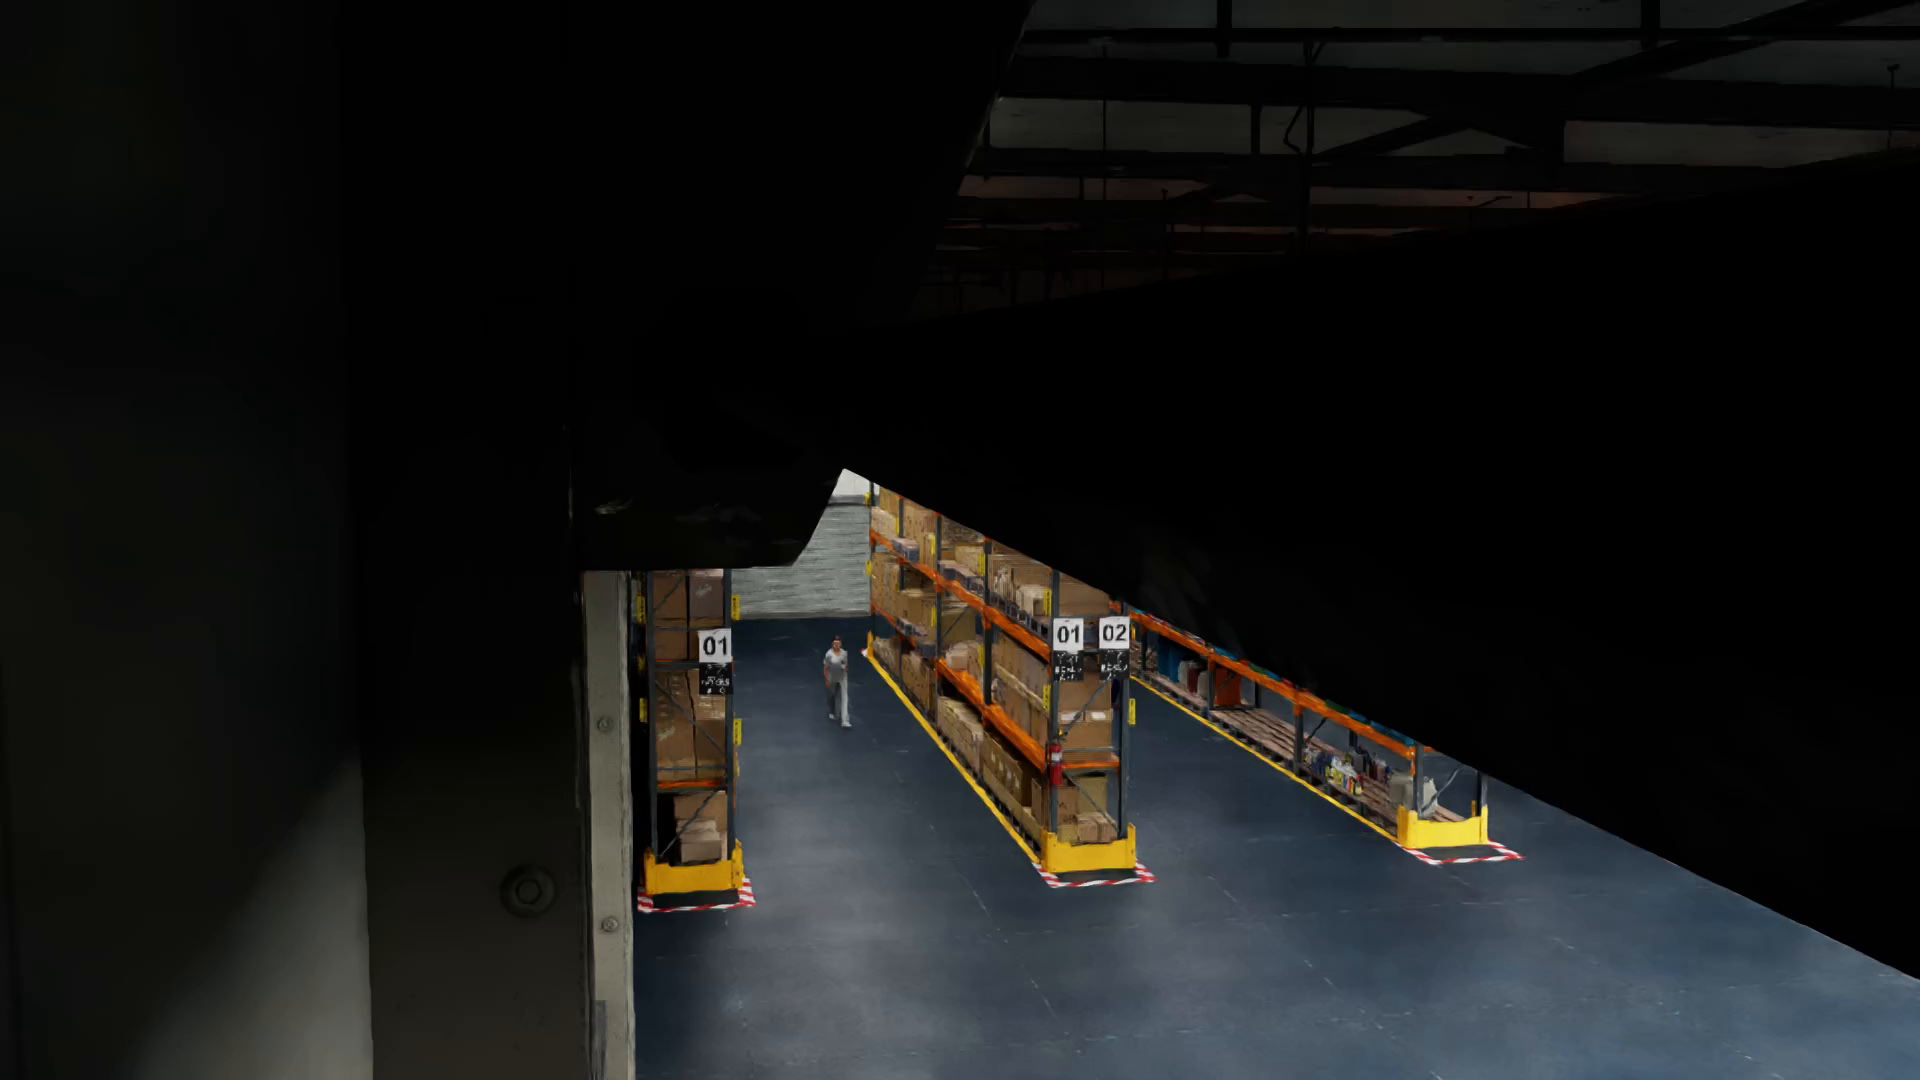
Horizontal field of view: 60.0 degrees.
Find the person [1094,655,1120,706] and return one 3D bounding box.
[{"bbox_3d":[2.790,2.320,30.923,0.625,1.596,0.510,-1,6,-13],"label":"person"}]

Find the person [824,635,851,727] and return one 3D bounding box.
[{"bbox_3d":[-2.183,2.469,29.364,0.446,1.571,1.106,-1,6,-9],"label":"person"}]
